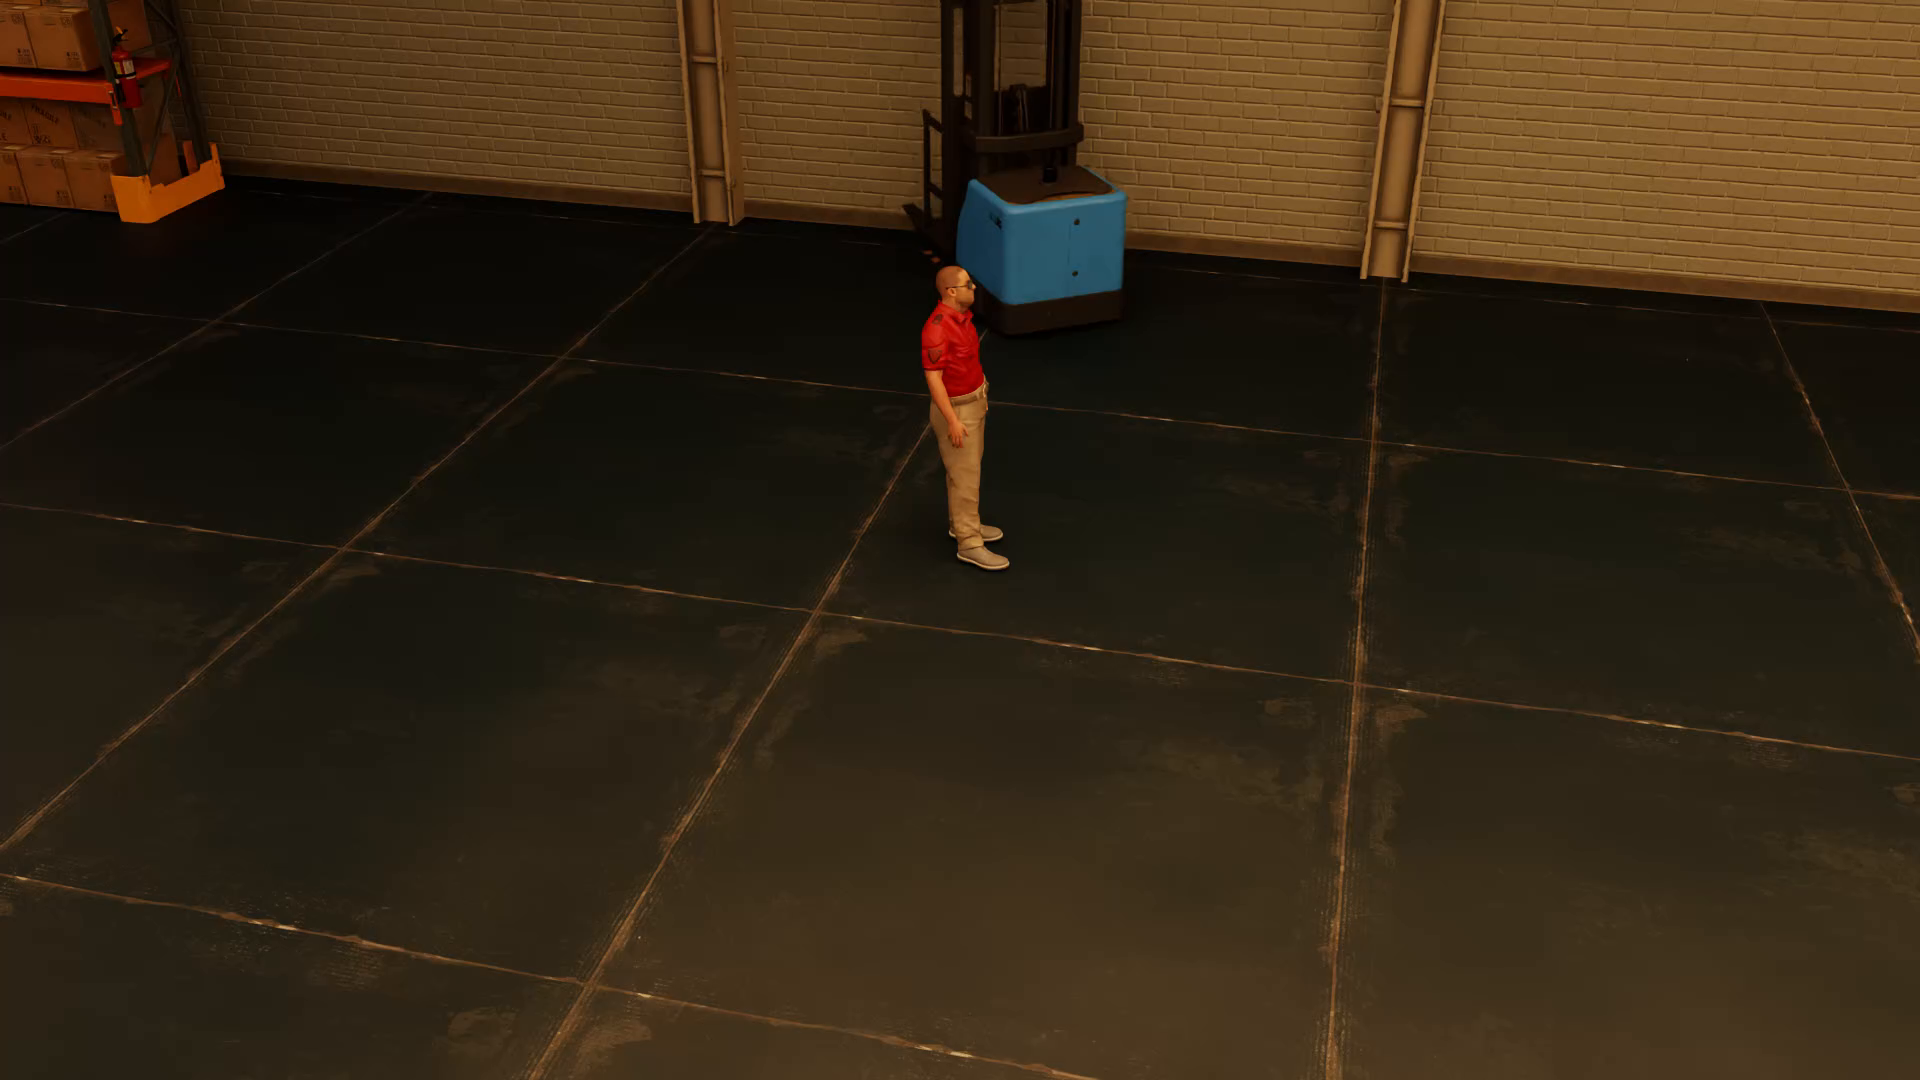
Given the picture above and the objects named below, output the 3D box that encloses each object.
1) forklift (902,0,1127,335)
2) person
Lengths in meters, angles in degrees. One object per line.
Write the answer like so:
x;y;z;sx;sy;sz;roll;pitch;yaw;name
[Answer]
0.285;-3.564;13.461;1.130;2.935;3.031;-11;31;-18;forklift
0.084;-0.742;9.685;0.551;1.727;0.640;7;30;12;person
